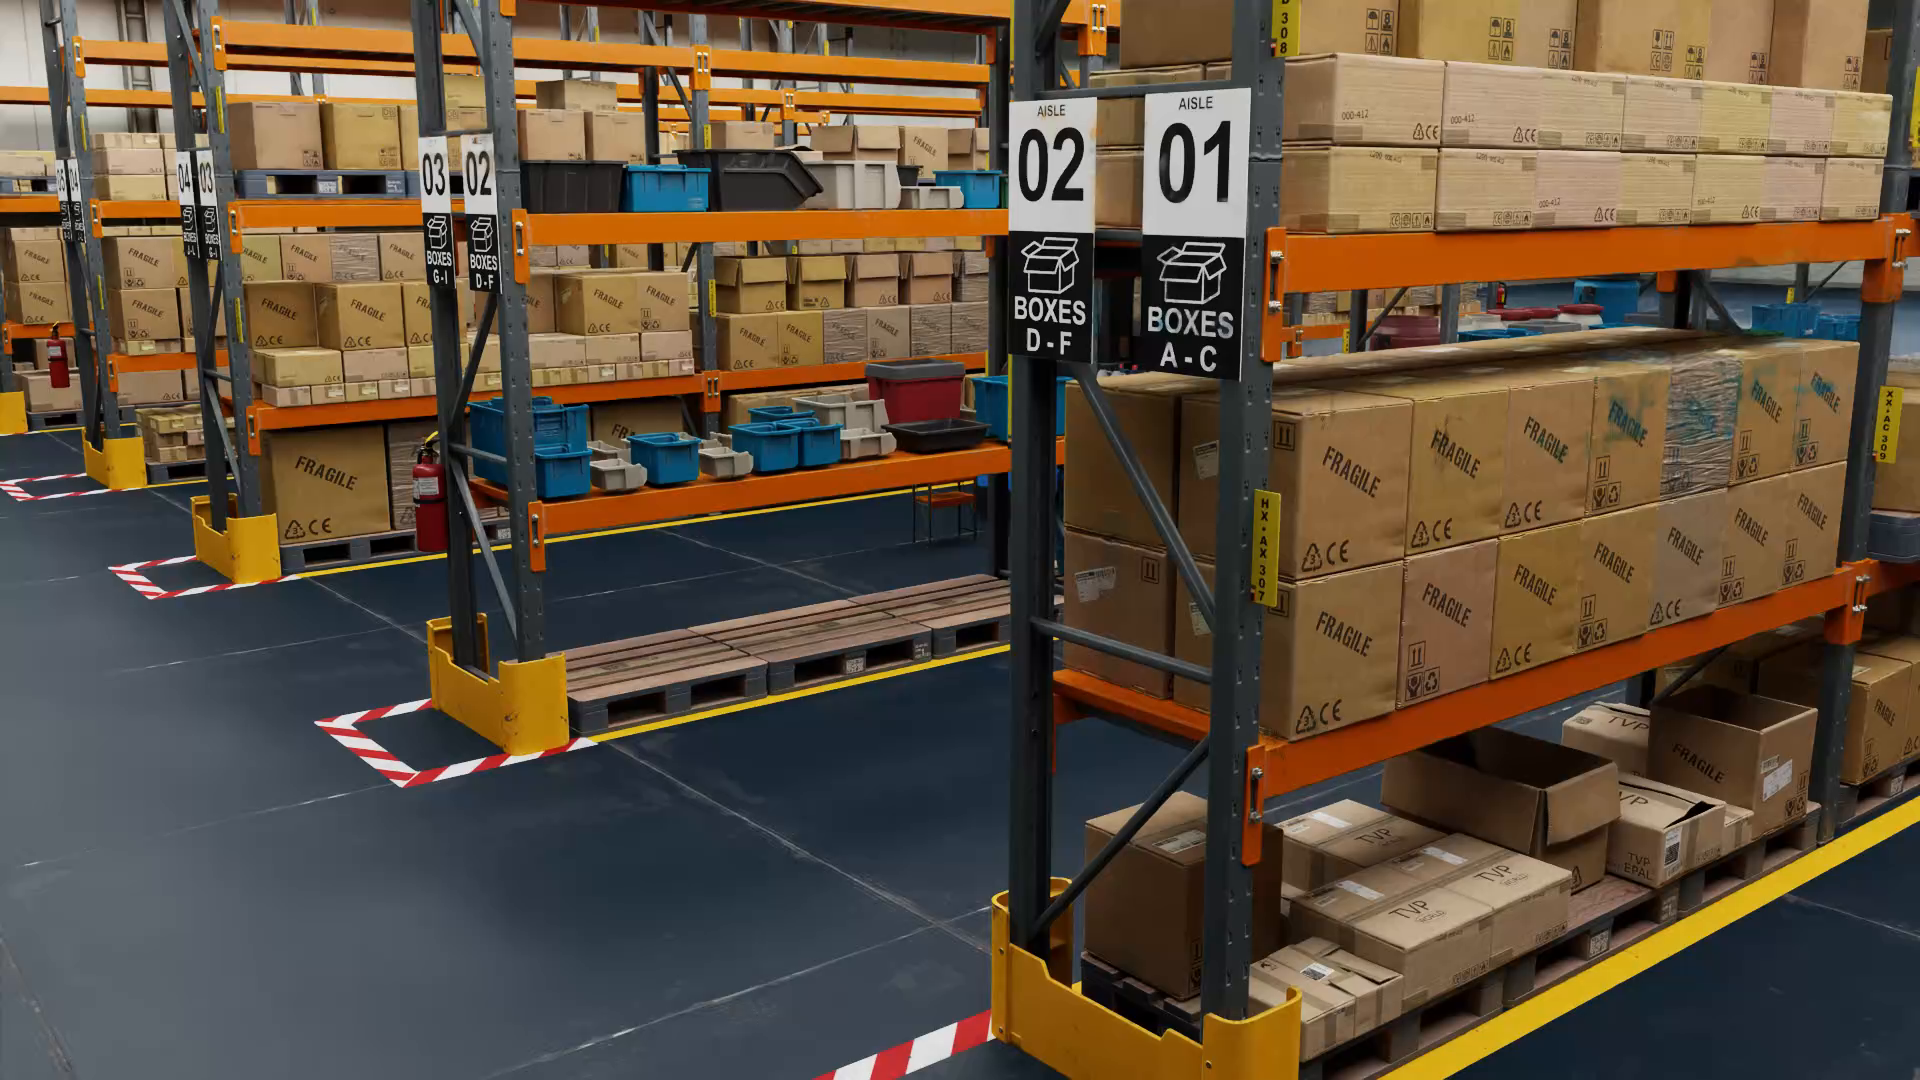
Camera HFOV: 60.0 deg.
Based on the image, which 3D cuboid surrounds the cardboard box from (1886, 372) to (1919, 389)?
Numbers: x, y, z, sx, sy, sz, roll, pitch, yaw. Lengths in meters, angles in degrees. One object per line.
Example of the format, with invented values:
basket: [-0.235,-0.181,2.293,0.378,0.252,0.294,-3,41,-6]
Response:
cardboard box: [4.655,-0.540,8.196,0.500,0.500,0.700,-7,14,-29]

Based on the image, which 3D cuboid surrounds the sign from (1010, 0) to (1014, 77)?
sign: [0.193,-1.634,5.251,0.005,0.325,0.100,-9,15,-38]

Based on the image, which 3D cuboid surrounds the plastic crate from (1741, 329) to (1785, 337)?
plastic crate: [8.039,-2.029,16.974,0.662,0.188,0.450,-9,15,-38]

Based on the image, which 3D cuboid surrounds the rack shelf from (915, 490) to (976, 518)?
rack shelf: [-0.129,-0.305,13.958,0.480,0.148,0.258,-9,15,-38]

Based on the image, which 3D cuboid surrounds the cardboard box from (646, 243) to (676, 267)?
cardboard box: [-4.707,-4.384,25.583,0.500,0.500,0.500,-8,15,-35]

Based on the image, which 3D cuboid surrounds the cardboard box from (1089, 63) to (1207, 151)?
cardboard box: [0.766,-1.388,5.380,0.500,0.250,0.500,-9,15,-38]

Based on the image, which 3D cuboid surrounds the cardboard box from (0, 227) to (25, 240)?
cardboard box: [-11.697,-3.790,20.548,0.250,0.149,0.380,-9,15,-37]

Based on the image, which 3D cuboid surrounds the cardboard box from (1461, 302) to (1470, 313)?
cardboard box: [6.543,-3.099,22.107,0.250,0.149,0.380,-9,15,-38]

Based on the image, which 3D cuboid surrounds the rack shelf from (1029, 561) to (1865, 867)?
rack shelf: [2.086,0.451,6.516,4.000,0.370,1.077,-9,15,-38]

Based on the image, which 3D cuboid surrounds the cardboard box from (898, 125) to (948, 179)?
cardboard box: [-0.465,-3.791,16.288,0.500,0.500,0.500,-8,15,-35]

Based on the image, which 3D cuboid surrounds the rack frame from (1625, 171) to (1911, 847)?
rack frame: [3.648,-0.161,7.663,0.127,3.000,1.000,-9,15,-38]

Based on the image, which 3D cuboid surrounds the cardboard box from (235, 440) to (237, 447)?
cardboard box: [-7.461,-0.989,17.418,0.250,0.149,0.380,-9,15,-37]

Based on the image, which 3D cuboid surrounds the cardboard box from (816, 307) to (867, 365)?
cardboard box: [-1.240,-1.966,15.925,0.500,0.500,0.500,-10,15,-39]

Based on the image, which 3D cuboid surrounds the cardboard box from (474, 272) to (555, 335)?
cardboard box: [-3.865,-2.055,14.425,0.500,0.500,0.500,-10,16,-39]

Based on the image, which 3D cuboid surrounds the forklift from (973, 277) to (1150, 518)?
forklift: [1.476,-1.790,15.504,1.130,2.935,3.031,11,16,41]

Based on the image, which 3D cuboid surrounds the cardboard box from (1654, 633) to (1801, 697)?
cardboard box: [3.854,0.737,8.398,0.500,0.500,0.500,-10,15,-38]

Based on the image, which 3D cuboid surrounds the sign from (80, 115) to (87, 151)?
sign: [-8.342,-3.873,15.821,0.005,0.325,0.100,-9,15,-38]

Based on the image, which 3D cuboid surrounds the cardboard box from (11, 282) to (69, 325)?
cardboard box: [-11.298,-2.921,20.421,0.500,0.500,0.500,-10,15,-38]

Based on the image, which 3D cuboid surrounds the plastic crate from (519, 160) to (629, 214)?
plastic crate: [-2.093,-1.853,8.729,0.590,0.269,0.497,-9,15,-38]

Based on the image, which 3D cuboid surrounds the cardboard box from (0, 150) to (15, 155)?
cardboard box: [-14.044,-5.524,24.143,0.500,0.250,0.500,-10,15,-38]

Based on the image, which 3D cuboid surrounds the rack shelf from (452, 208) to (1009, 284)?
rack shelf: [-1.006,-1.820,9.990,4.000,0.370,1.077,-9,15,-38]

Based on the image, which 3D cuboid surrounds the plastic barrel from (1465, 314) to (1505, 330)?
plastic barrel: [4.678,-1.761,14.931,0.421,0.512,0.421,0,12,0]

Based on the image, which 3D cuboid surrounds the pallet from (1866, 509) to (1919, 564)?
pallet: [4.340,-0.153,8.088,1.213,0.211,1.003,-9,15,-38]

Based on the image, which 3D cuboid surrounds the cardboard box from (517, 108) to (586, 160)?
cardboard box: [-3.534,-3.358,14.007,0.500,0.500,0.700,-8,15,-35]

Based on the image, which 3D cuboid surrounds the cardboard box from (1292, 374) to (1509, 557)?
cardboard box: [1.439,-0.263,5.500,0.500,0.500,0.500,-9,15,-37]

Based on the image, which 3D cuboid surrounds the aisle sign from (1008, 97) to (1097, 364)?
aisle sign: [0.280,-0.954,5.141,0.004,0.787,0.394,-9,15,-38]

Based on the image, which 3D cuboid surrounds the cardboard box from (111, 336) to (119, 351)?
cardboard box: [-8.603,-2.032,17.079,0.250,0.149,0.380,-9,15,-38]

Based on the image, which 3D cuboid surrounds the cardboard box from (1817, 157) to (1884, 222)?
cardboard box: [3.434,-1.448,6.867,0.500,0.250,0.500,-9,15,-38]

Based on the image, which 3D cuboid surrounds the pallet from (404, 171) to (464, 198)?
pallet: [-4.135,-2.930,13.696,1.213,0.211,1.003,-9,15,-38]

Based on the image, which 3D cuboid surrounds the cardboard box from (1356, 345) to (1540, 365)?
cardboard box: [1.897,-0.482,6.530,0.500,0.500,0.500,-9,15,-36]

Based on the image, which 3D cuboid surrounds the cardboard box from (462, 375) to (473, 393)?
cardboard box: [-4.176,-1.286,13.566,0.250,0.149,0.380,-10,15,-38]

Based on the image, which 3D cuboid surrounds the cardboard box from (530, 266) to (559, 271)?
cardboard box: [-6.223,-3.894,24.403,0.500,0.250,0.500,-10,16,-39]

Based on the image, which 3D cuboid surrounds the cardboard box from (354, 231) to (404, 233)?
cardboard box: [-6.457,-3.180,18.519,0.500,0.500,0.500,-10,16,-39]

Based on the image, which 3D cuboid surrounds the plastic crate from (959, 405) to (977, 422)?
plastic crate: [0.103,-0.828,11.295,0.243,0.136,0.396,-9,15,-38]

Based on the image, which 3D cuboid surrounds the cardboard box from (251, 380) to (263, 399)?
cardboard box: [-5.589,-1.225,13.283,0.250,0.149,0.380,-9,15,-37]

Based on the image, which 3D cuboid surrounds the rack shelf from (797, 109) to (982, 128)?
rack shelf: [-0.920,-7.254,28.364,4.000,0.370,1.077,-9,15,-38]

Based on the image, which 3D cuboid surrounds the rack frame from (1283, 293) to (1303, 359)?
rack frame: [3.709,-2.806,20.121,0.127,3.000,1.000,-9,15,-38]

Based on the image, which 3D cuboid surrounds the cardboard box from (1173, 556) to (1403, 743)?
cardboard box: [1.035,0.295,5.278,0.500,0.500,0.500,-9,15,-36]

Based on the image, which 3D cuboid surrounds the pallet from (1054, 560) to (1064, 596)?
pallet: [1.185,0.306,12.178,1.213,0.211,1.003,-9,15,-38]

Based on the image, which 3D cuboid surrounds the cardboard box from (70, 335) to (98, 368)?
cardboard box: [-13.252,-2.864,25.403,0.500,0.500,0.500,-9,15,-37]

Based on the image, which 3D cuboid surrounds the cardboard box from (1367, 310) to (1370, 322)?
cardboard box: [4.856,-2.789,20.647,0.250,0.149,0.380,-9,15,-38]

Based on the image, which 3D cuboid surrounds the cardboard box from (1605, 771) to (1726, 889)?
cardboard box: [2.794,1.157,6.874,0.500,0.311,0.500,-9,15,-38]

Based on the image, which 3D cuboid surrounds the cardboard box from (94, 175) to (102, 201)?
cardboard box: [-8.491,-3.562,16.822,0.500,0.250,0.500,-10,15,-39]

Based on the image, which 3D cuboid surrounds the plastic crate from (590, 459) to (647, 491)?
plastic crate: [-1.867,-0.353,9.058,0.298,0.136,0.250,-9,15,-38]

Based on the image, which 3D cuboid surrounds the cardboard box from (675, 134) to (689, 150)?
cardboard box: [-3.499,-4.881,20.588,0.258,0.266,0.396,-9,15,-38]

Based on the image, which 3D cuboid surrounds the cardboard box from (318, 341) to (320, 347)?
cardboard box: [-5.052,-1.492,13.581,0.500,0.250,0.500,-10,15,-39]

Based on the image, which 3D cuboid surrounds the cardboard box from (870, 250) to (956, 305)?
cardboard box: [-0.506,-2.650,16.731,0.637,0.503,0.797,-9,15,-36]

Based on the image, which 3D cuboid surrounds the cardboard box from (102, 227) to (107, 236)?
cardboard box: [-10.773,-3.810,20.642,0.250,0.149,0.380,-10,16,-39]

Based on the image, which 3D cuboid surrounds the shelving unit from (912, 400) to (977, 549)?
shelving unit: [-0.129,-0.565,13.903,0.503,1.200,0.258,-9,15,-38]

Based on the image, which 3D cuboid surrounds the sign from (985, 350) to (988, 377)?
sign: [0.214,-1.189,11.841,0.005,0.325,0.100,-9,15,-38]

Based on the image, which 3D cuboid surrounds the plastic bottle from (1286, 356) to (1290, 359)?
plastic bottle: [2.645,-1.353,13.558,0.133,0.283,0.061,-9,15,-38]

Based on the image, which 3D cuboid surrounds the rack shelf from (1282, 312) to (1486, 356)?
rack shelf: [5.271,-2.713,21.418,4.000,0.370,1.077,-9,15,-38]

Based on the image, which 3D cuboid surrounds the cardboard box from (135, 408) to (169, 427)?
cardboard box: [-8.426,-1.278,17.346,0.250,0.149,0.380,-9,15,-37]

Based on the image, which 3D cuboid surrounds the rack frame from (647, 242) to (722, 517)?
rack frame: [-2.538,-1.768,15.232,0.127,3.000,1.000,-9,15,-38]

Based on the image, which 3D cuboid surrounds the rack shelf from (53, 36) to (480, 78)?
rack shelf: [-7.119,-4.907,17.312,4.000,0.370,1.077,-9,15,-38]

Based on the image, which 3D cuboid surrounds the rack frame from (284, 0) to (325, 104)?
rack frame: [-8.729,-6.310,22.179,0.127,3.000,1.000,-9,15,-38]

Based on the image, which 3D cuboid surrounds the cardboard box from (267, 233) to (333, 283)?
cardboard box: [-6.959,-2.962,17.493,0.500,0.500,0.500,-10,16,-39]
